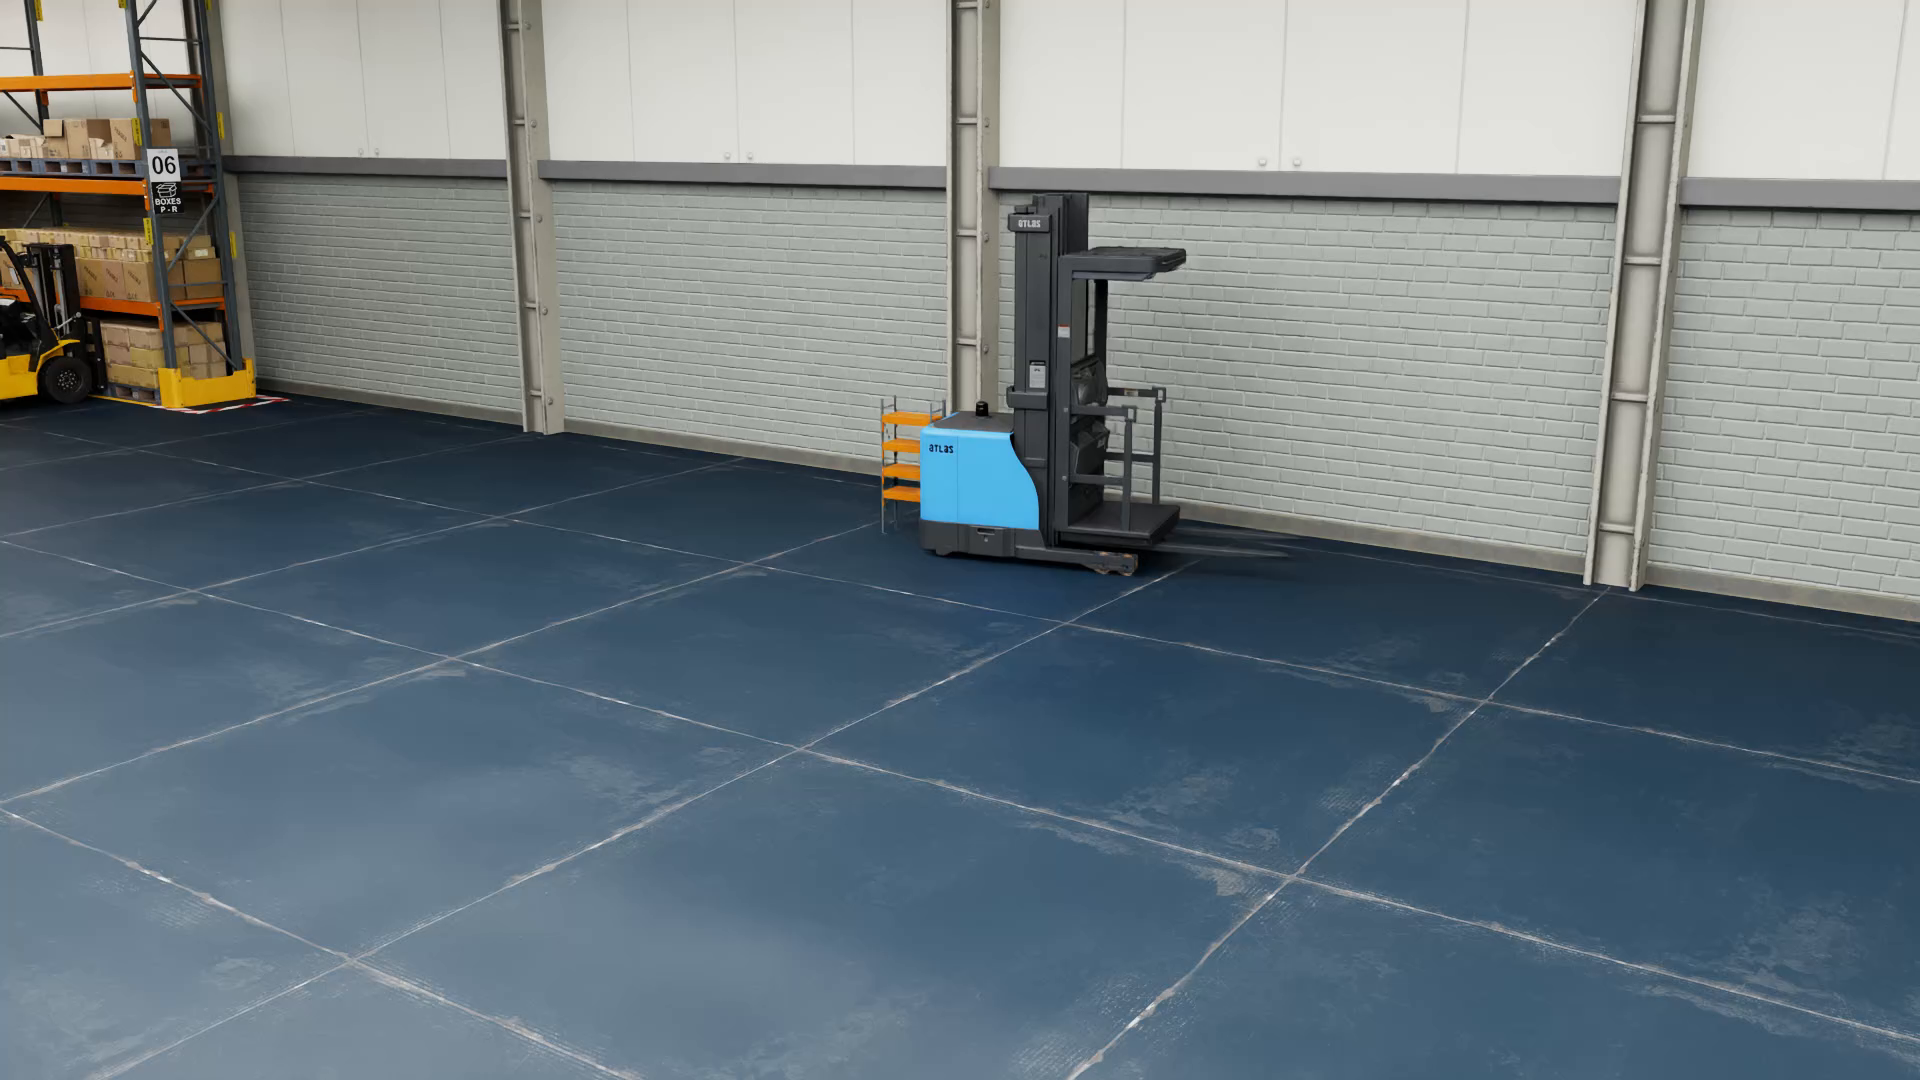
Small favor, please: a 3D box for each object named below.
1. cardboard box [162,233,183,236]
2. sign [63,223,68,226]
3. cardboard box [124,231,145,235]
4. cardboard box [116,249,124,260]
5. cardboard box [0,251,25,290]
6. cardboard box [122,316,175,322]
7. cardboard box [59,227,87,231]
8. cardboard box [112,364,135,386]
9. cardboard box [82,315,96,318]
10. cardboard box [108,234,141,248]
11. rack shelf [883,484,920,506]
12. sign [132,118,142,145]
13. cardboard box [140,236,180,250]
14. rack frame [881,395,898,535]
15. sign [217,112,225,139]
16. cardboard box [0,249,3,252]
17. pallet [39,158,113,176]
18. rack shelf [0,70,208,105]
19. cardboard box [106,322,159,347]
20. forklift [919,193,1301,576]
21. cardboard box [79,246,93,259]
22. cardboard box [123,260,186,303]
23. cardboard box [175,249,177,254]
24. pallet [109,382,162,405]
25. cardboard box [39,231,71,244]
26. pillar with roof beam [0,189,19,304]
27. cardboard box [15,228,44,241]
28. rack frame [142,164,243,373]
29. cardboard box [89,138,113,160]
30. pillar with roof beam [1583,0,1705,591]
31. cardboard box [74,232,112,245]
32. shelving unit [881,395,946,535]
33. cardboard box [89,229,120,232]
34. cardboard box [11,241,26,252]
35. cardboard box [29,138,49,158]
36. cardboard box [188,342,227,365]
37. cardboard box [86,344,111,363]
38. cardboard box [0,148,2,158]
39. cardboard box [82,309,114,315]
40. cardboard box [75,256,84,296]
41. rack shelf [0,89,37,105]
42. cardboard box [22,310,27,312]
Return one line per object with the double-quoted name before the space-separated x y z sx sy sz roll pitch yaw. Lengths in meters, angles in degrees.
"cardboard box" -10.347 -3.930 21.779 0.250 0.149 0.380 10 17 34
"sign" -12.773 -4.366 23.752 0.005 0.325 0.100 9 17 33
"cardboard box" -10.939 -4.051 22.269 0.250 0.149 0.380 9 16 31
"cardboard box" -10.616 -3.689 21.427 0.250 0.149 0.380 10 17 34
"cardboard box" -12.859 -3.733 22.955 0.500 0.500 0.500 9 16 31
"cardboard box" -10.881 -2.852 22.370 0.500 0.250 0.500 9 17 32
"cardboard box" -12.236 -4.247 23.060 0.250 0.149 0.380 9 17 32
"cardboard box" -10.736 -2.198 21.807 0.500 0.250 0.500 9 17 33
"cardboard box" -12.017 -2.888 22.517 0.500 0.250 0.500 10 17 35
"cardboard box" -10.796 -3.879 21.572 0.250 0.149 0.380 9 17 33
"rack shelf" -0.401 -0.364 14.403 0.480 0.148 0.258 8 16 28
"sign" -10.077 -5.001 20.363 0.005 0.325 0.100 9 17 33
"cardboard box" -10.177 -3.774 21.149 0.250 0.149 0.380 9 17 33
"rack frame" -0.614 -0.650 14.453 0.015 1.200 0.240 8 16 28
"sign" -9.447 -5.289 21.219 0.005 0.325 0.100 9 17 33
"cardboard box" -13.631 -3.981 23.435 0.500 0.250 0.500 9 16 32
"pallet" -11.351 -4.937 21.965 1.213 0.211 1.003 9 17 33
"rack shelf" -11.422 -5.897 21.747 4.000 0.370 1.077 9 17 33
"cardboard box" -10.745 -2.681 21.680 0.500 0.250 0.500 10 17 34
"forklift" 1.231 -1.282 13.402 3.031 2.935 1.130 5 15 19
"cardboard box" -11.284 -3.781 21.798 0.250 0.149 0.380 9 17 33
"cardboard box" -10.317 -3.322 21.293 0.500 0.500 0.500 9 16 32
"cardboard box" -10.139 -3.741 21.635 0.250 0.149 0.380 9 17 33
"pallet" -10.420 -2.001 21.966 1.213 0.211 1.003 9 17 33
"cardboard box" -12.112 -4.068 22.339 0.250 0.149 0.380 9 16 32
"pillar with roof beam" -17.218 -6.392 21.416 0.400 9.000 9.100 9 17 33
"cardboard box" -12.705 -4.189 22.825 0.250 0.149 0.380 9 17 34
"rack frame" -9.762 -3.260 21.250 0.127 3.000 1.000 9 17 33
"cardboard box" -10.830 -4.988 21.185 0.258 0.266 0.396 9 17 33
"pillar with roof beam" 2.696 -3.173 8.414 0.400 9.000 9.100 9 17 33
"cardboard box" -11.453 -3.978 21.975 0.250 0.149 0.380 9 17 34
"shelving unit" -0.401 -0.622 14.339 0.503 1.200 0.258 8 16 28
"cardboard box" -11.603 -4.144 22.642 0.250 0.149 0.380 9 16 32
"cardboard box" -12.748 -4.030 22.804 0.250 0.149 0.380 10 17 34
"cardboard box" -12.019 -5.180 21.962 0.258 0.266 0.396 9 16 31
"cardboard box" -10.036 -2.476 21.892 0.500 0.250 0.500 10 17 34
"cardboard box" -11.191 -2.509 22.025 0.500 0.250 0.500 9 16 32
"cardboard box" -12.878 -5.262 22.537 0.250 0.149 0.380 10 17 34
"cardboard box" -12.136 -3.059 23.204 0.500 0.250 0.500 9 16 32
"cardboard box" -11.591 -3.528 22.123 0.500 0.500 0.500 9 17 33
"rack shelf" -14.741 -6.433 23.914 4.000 0.370 1.077 9 17 33
"cardboard box" -14.160 -3.021 24.352 0.625 0.625 0.875 9 17 32
